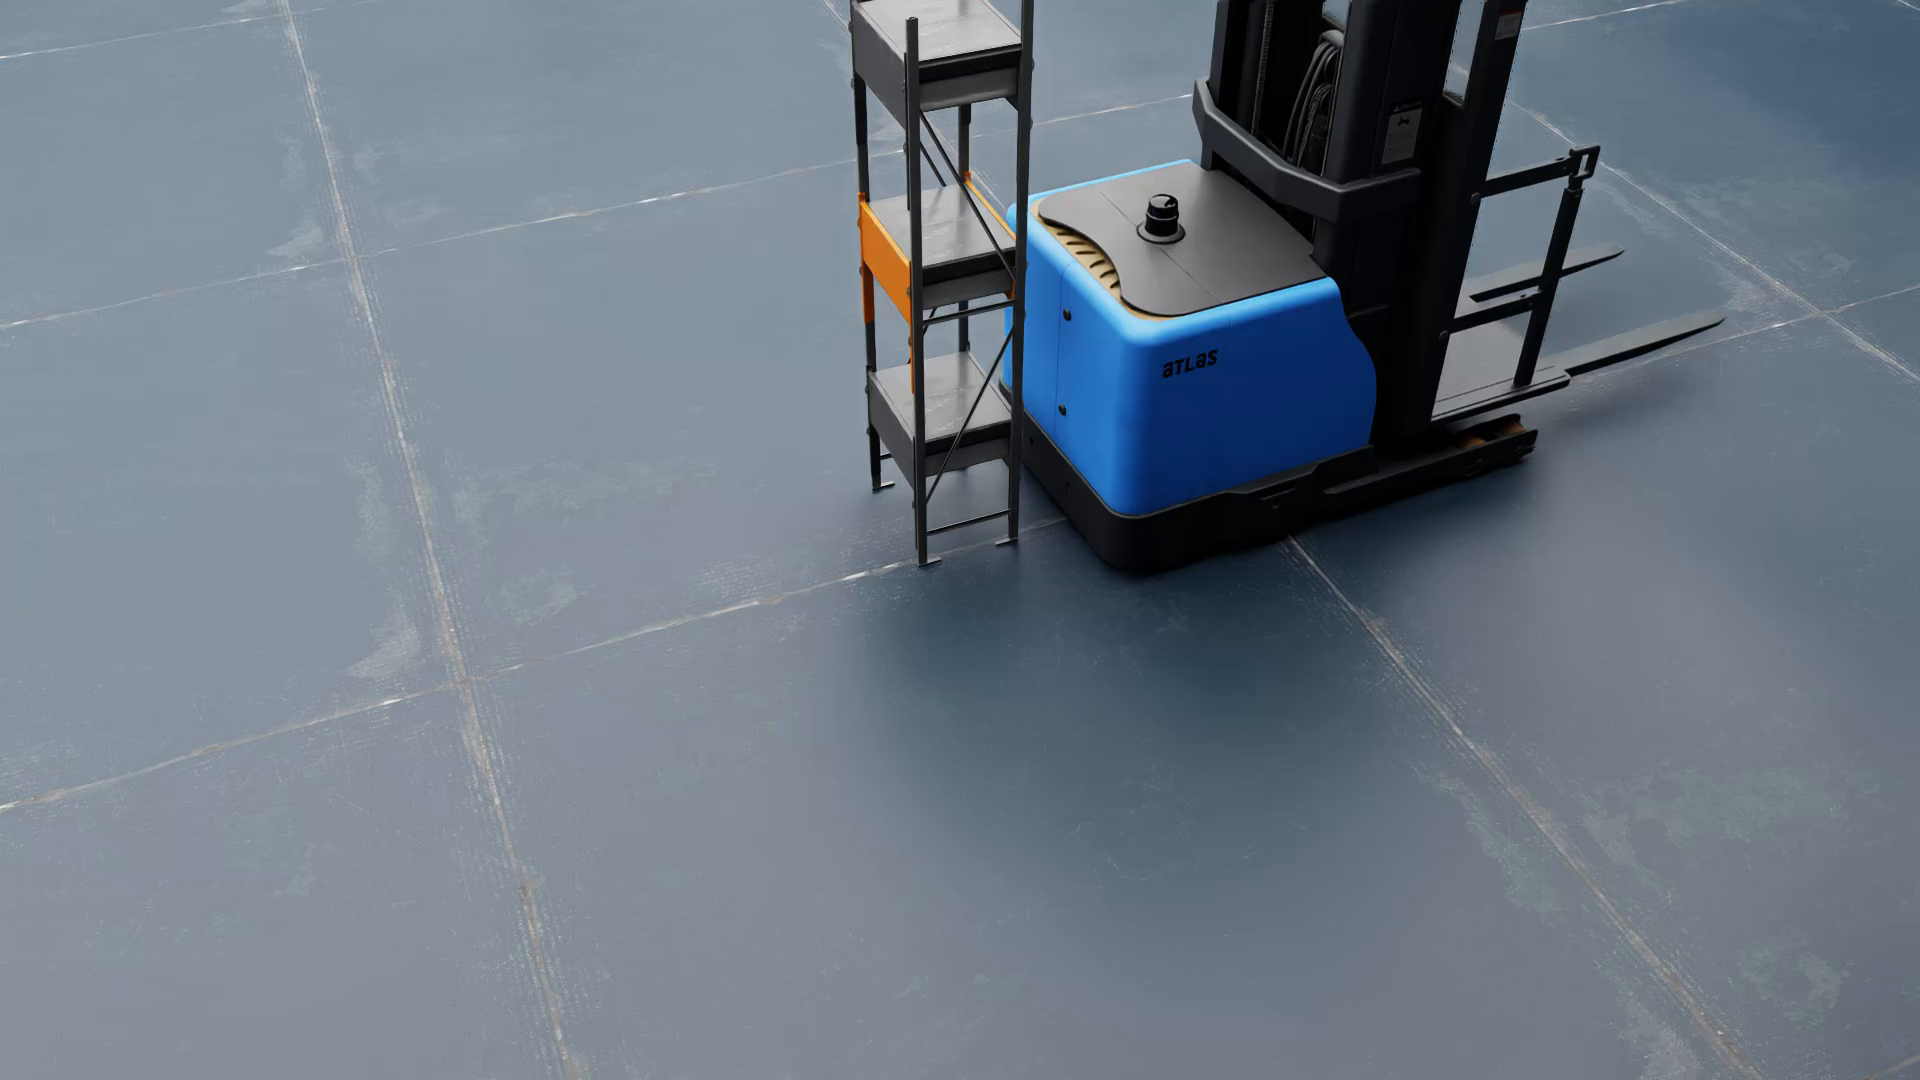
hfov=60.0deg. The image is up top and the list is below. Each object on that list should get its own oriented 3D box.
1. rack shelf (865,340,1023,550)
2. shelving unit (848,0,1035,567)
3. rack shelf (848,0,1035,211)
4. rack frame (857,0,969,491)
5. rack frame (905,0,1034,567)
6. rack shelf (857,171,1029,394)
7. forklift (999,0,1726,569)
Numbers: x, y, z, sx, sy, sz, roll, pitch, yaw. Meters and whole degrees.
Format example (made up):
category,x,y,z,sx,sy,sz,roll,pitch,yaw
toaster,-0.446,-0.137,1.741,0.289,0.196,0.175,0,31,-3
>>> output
category,x,y,z,sx,sy,sz,roll,pitch,yaw
rack shelf,-0.063,-0.355,6.147,0.431,0.518,0.480,-15,43,-17
shelving unit,-0.063,-0.896,5.681,0.431,2.100,0.503,-15,43,-17
rack shelf,-0.063,-1.416,5.234,0.431,0.518,0.480,-15,43,-17
rack frame,-0.157,-1.043,5.852,0.400,2.100,0.015,-15,43,-17
rack frame,0.030,-0.749,5.510,0.400,2.100,0.015,-15,43,-17
rack shelf,-0.063,-0.886,5.690,0.431,0.518,0.480,-15,43,-17
forklift,1.712,-1.657,5.929,3.031,2.935,1.130,-17,44,-19
